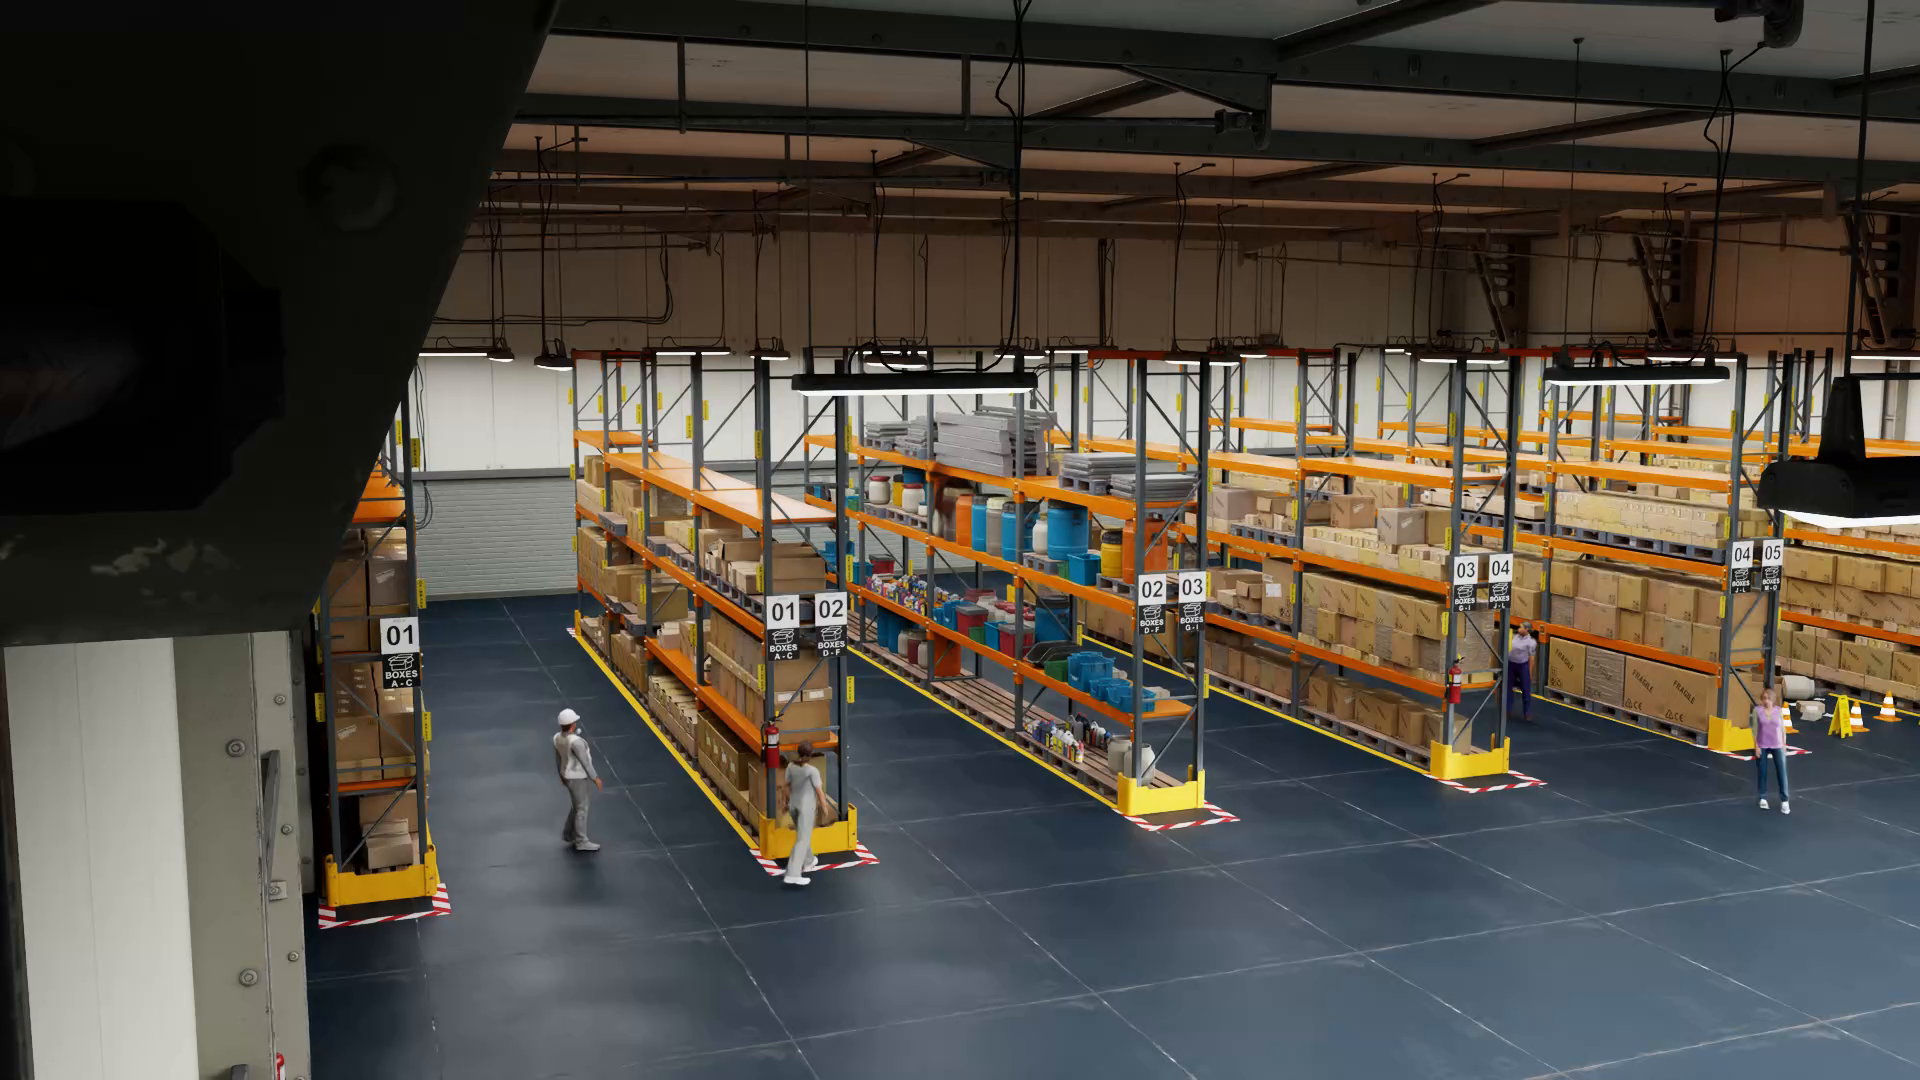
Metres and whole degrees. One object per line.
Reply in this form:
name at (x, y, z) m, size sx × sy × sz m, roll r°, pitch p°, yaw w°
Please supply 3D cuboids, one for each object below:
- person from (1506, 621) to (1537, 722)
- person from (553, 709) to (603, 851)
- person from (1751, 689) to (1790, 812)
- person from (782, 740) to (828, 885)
person at (9.114, 2.137, 27.228) m, size 0.410 × 1.666 × 0.647 m, roll -6°, pitch 9°, yaw -39°
person at (-4.704, 2.941, 20.449) m, size 0.541 × 1.804 × 0.636 m, roll -3°, pitch 8°, yaw -25°
person at (10.820, 2.788, 22.174) m, size 0.507 × 1.610 × 0.393 m, roll 3°, pitch 8°, yaw 19°
person at (-1.814, 3.126, 19.329) m, size 0.564 × 1.636 × 0.908 m, roll 5°, pitch 9°, yaw 36°
